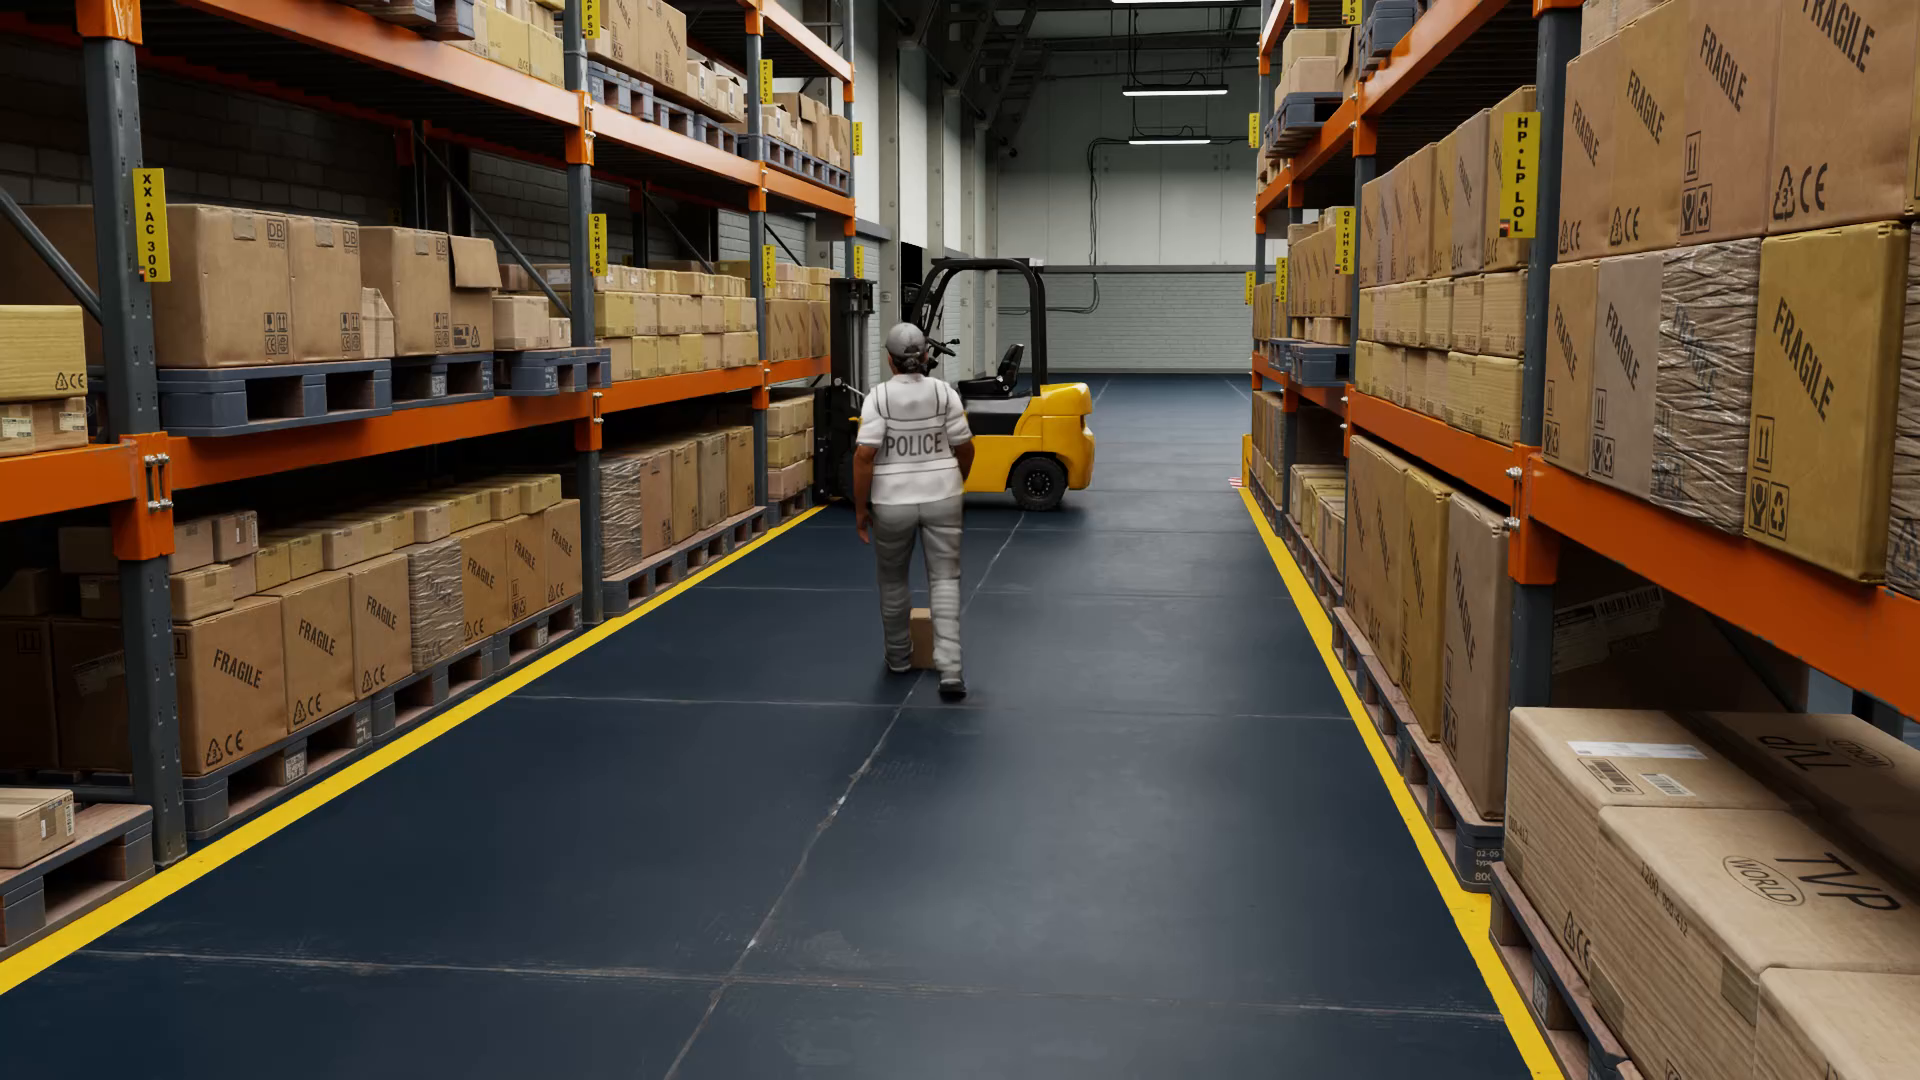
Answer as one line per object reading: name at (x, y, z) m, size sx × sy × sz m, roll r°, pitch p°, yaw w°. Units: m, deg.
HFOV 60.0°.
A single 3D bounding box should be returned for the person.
person at (-0.206, -0.164, 7.535) m, size 0.540 × 1.628 × 0.883 m, roll 0°, pitch 8°, yaw -2°
